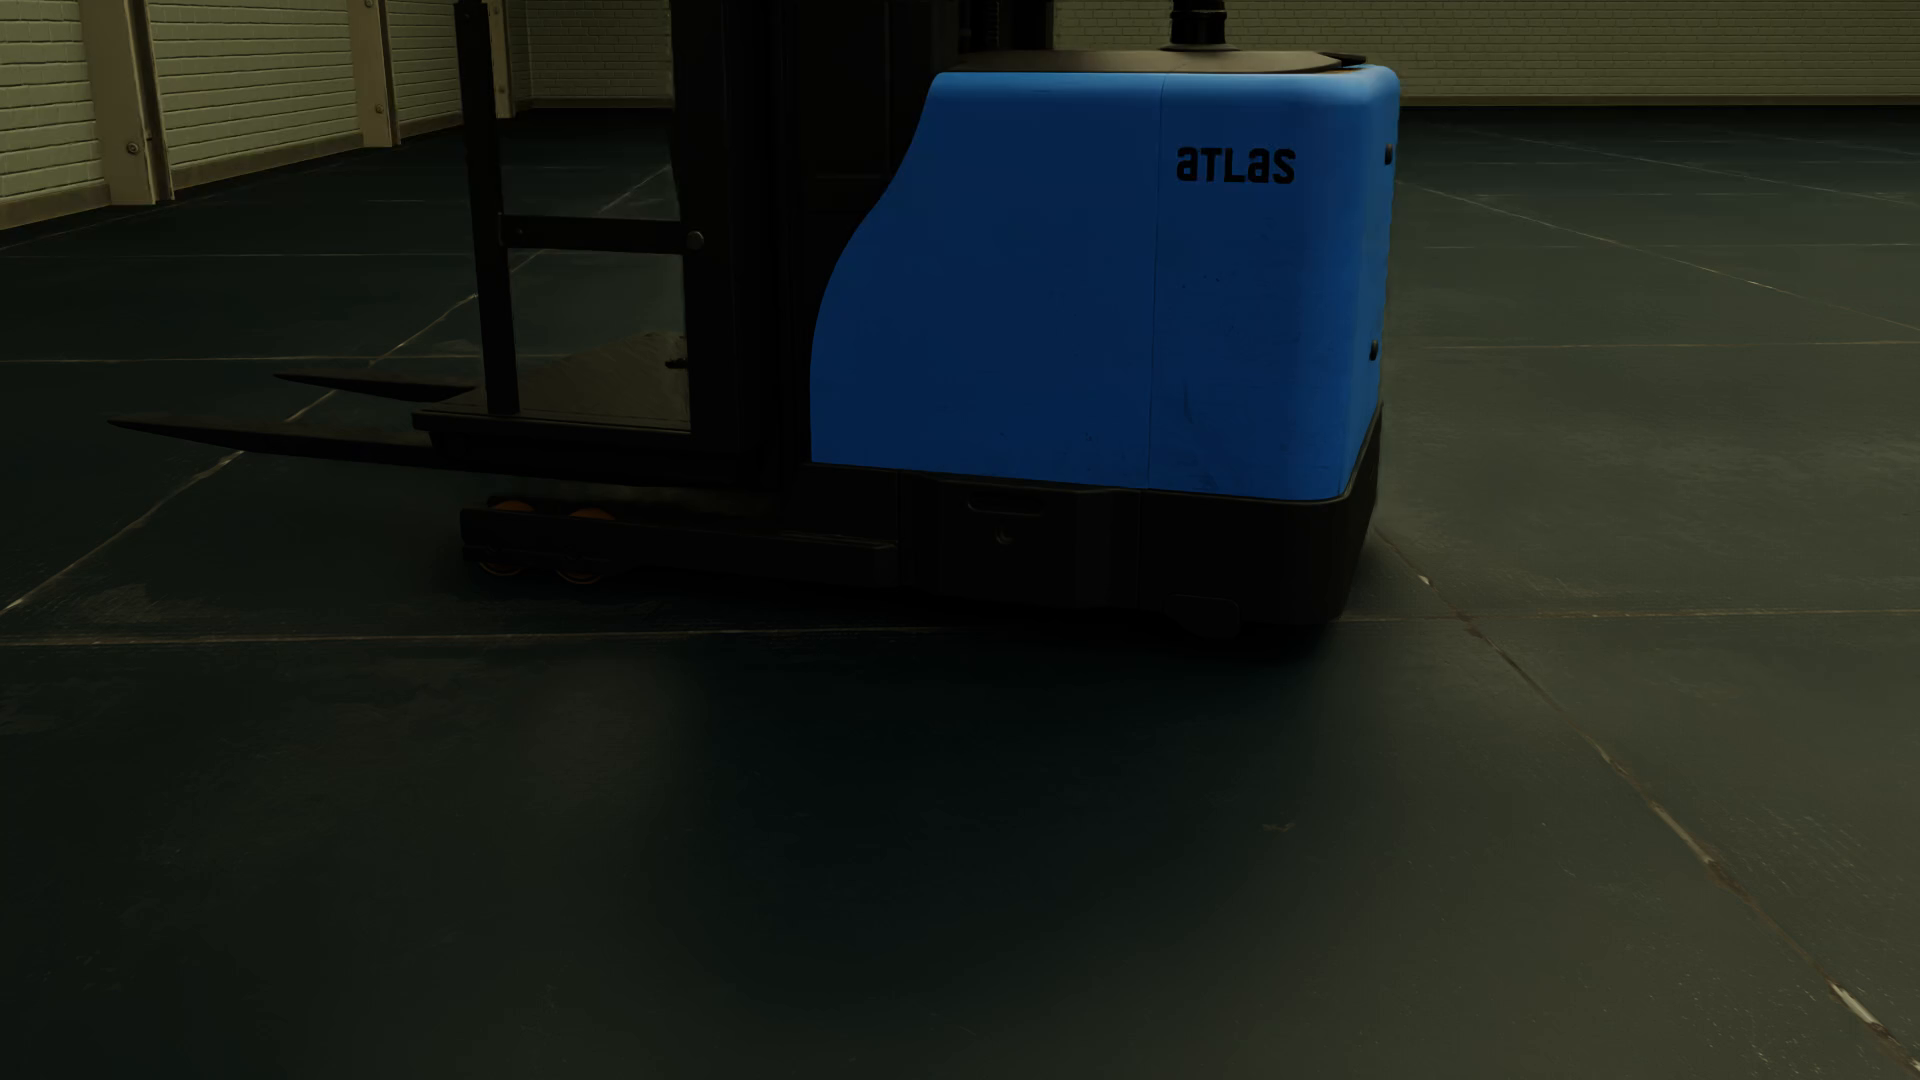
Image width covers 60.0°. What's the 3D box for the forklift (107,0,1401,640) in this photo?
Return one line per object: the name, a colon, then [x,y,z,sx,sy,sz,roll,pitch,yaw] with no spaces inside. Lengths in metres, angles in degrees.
forklift: [-0.578,-1.444,3.627,3.031,2.935,1.130,5,18,17]
